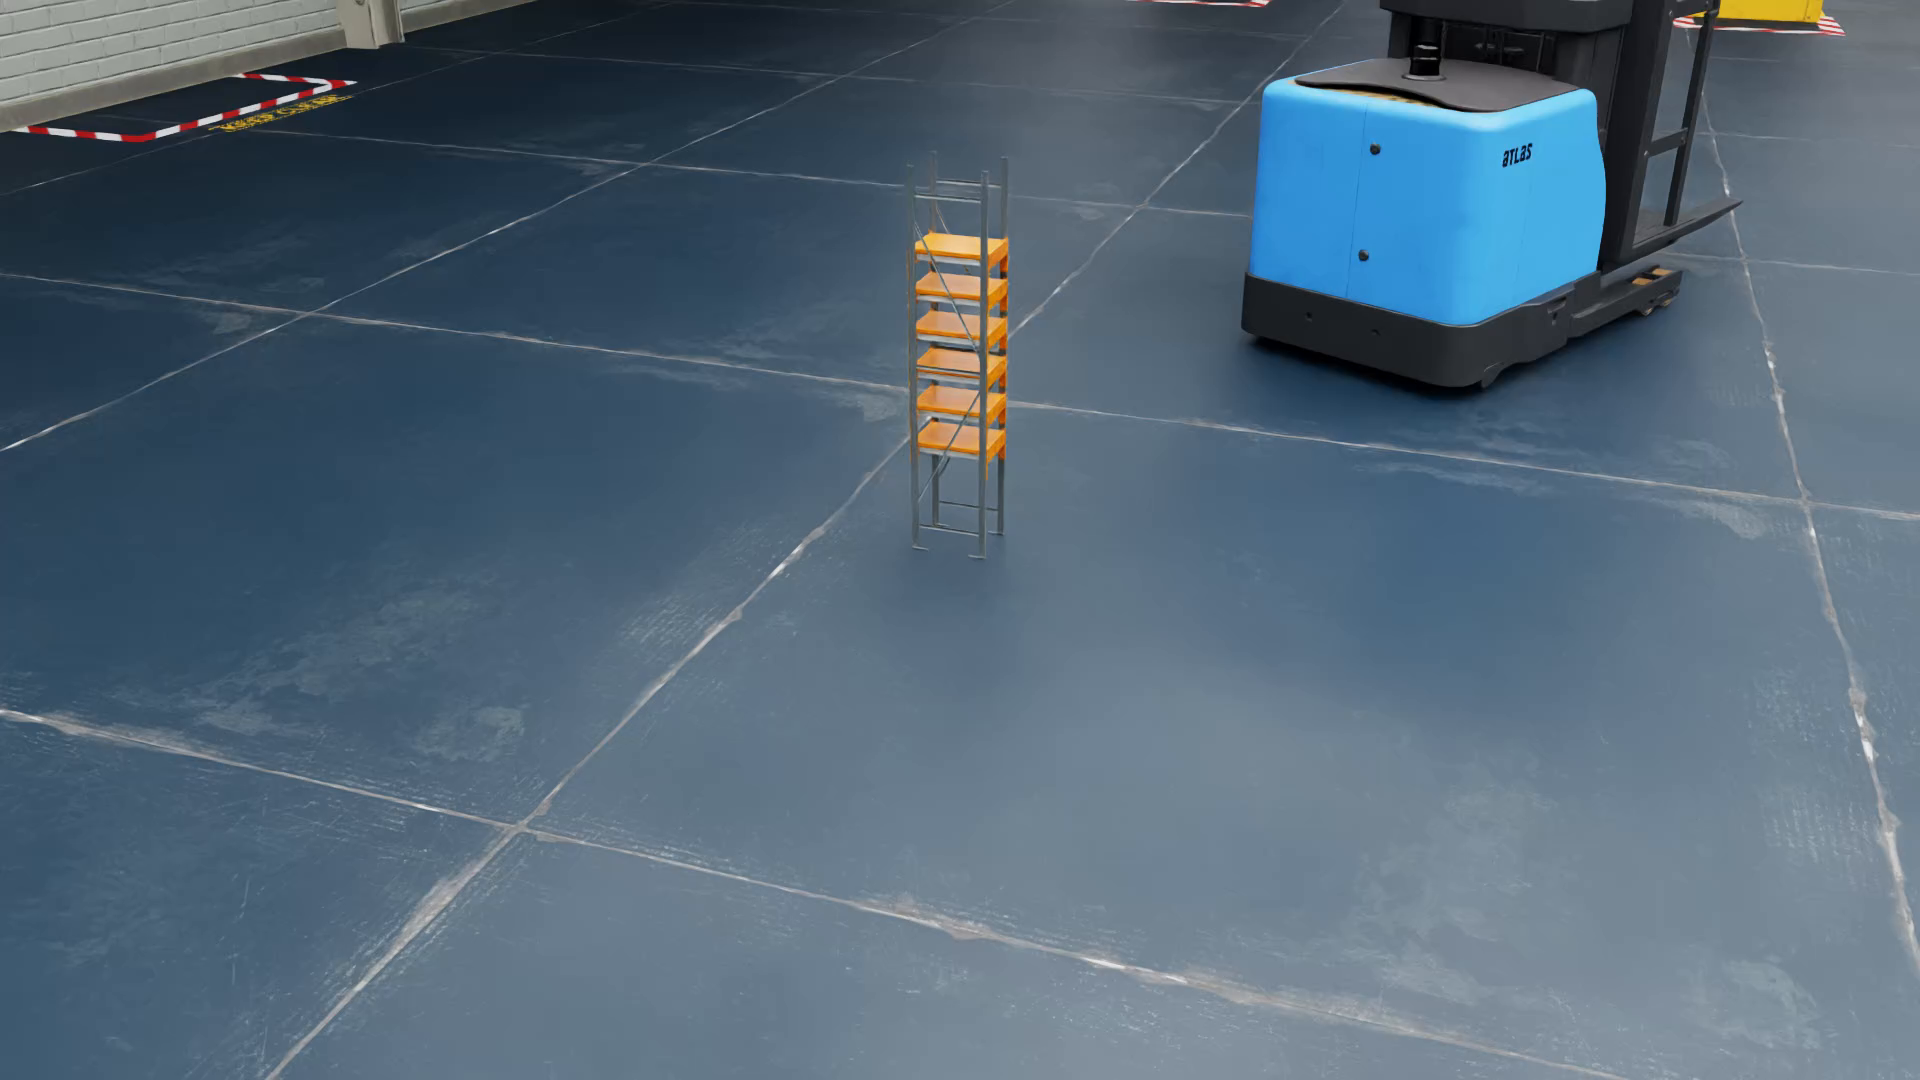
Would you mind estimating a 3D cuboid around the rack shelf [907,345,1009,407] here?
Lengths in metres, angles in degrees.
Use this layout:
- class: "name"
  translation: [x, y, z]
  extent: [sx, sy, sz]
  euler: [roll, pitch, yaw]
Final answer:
- class: "rack shelf"
  translation: [-0.005, -0.494, 4.996]
  extent: [0.258, 0.103, 0.180]
  euler: [9, 27, 17]

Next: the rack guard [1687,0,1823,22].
- class: "rack guard"
  translation: [7.096, -4.949, 14.898]
  extent: [1.175, 0.500, 0.348]
  euler: [9, 27, 17]

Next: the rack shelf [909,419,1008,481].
- class: "rack shelf"
  translation: [-0.005, -0.278, 5.100]
  extent: [0.258, 0.103, 0.180]
  euler: [9, 27, 17]

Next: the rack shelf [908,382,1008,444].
- class: "rack shelf"
  translation: [-0.005, -0.386, 5.048]
  extent: [0.258, 0.103, 0.180]
  euler: [9, 27, 17]

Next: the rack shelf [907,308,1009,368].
- class: "rack shelf"
  translation: [-0.005, -0.602, 4.943]
  extent: [0.258, 0.103, 0.180]
  euler: [9, 27, 17]

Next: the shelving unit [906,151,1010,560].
- class: "shelving unit"
  translation: [-0.005, -0.534, 4.976]
  extent: [0.258, 1.200, 0.189]
  euler: [9, 27, 17]

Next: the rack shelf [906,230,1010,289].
- class: "rack shelf"
  translation: [-0.005, -0.818, 4.839]
  extent: [0.258, 0.103, 0.180]
  euler: [9, 27, 17]

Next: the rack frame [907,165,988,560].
- class: "rack frame"
  translation: [-0.035, -0.496, 4.899]
  extent: [0.240, 1.200, 0.006]
  euler: [9, 27, 17]

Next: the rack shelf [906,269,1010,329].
- class: "rack shelf"
  translation: [-0.005, -0.710, 4.891]
  extent: [0.258, 0.103, 0.180]
  euler: [9, 27, 17]

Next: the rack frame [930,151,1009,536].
- class: "rack frame"
  translation: [0.026, -0.572, 5.054]
  extent: [0.240, 1.200, 0.006]
  euler: [9, 27, 17]

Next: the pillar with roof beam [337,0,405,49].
- class: "pillar with roof beam"
  translation: [-0.747, -7.496, 10.406]
  extent: [9.100, 9.000, 0.400]
  euler: [9, 27, 17]

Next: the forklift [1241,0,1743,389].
- class: "forklift"
  translation: [2.564, -2.439, 6.925]
  extent: [1.130, 2.935, 3.031]
  euler: [23, 34, 39]
